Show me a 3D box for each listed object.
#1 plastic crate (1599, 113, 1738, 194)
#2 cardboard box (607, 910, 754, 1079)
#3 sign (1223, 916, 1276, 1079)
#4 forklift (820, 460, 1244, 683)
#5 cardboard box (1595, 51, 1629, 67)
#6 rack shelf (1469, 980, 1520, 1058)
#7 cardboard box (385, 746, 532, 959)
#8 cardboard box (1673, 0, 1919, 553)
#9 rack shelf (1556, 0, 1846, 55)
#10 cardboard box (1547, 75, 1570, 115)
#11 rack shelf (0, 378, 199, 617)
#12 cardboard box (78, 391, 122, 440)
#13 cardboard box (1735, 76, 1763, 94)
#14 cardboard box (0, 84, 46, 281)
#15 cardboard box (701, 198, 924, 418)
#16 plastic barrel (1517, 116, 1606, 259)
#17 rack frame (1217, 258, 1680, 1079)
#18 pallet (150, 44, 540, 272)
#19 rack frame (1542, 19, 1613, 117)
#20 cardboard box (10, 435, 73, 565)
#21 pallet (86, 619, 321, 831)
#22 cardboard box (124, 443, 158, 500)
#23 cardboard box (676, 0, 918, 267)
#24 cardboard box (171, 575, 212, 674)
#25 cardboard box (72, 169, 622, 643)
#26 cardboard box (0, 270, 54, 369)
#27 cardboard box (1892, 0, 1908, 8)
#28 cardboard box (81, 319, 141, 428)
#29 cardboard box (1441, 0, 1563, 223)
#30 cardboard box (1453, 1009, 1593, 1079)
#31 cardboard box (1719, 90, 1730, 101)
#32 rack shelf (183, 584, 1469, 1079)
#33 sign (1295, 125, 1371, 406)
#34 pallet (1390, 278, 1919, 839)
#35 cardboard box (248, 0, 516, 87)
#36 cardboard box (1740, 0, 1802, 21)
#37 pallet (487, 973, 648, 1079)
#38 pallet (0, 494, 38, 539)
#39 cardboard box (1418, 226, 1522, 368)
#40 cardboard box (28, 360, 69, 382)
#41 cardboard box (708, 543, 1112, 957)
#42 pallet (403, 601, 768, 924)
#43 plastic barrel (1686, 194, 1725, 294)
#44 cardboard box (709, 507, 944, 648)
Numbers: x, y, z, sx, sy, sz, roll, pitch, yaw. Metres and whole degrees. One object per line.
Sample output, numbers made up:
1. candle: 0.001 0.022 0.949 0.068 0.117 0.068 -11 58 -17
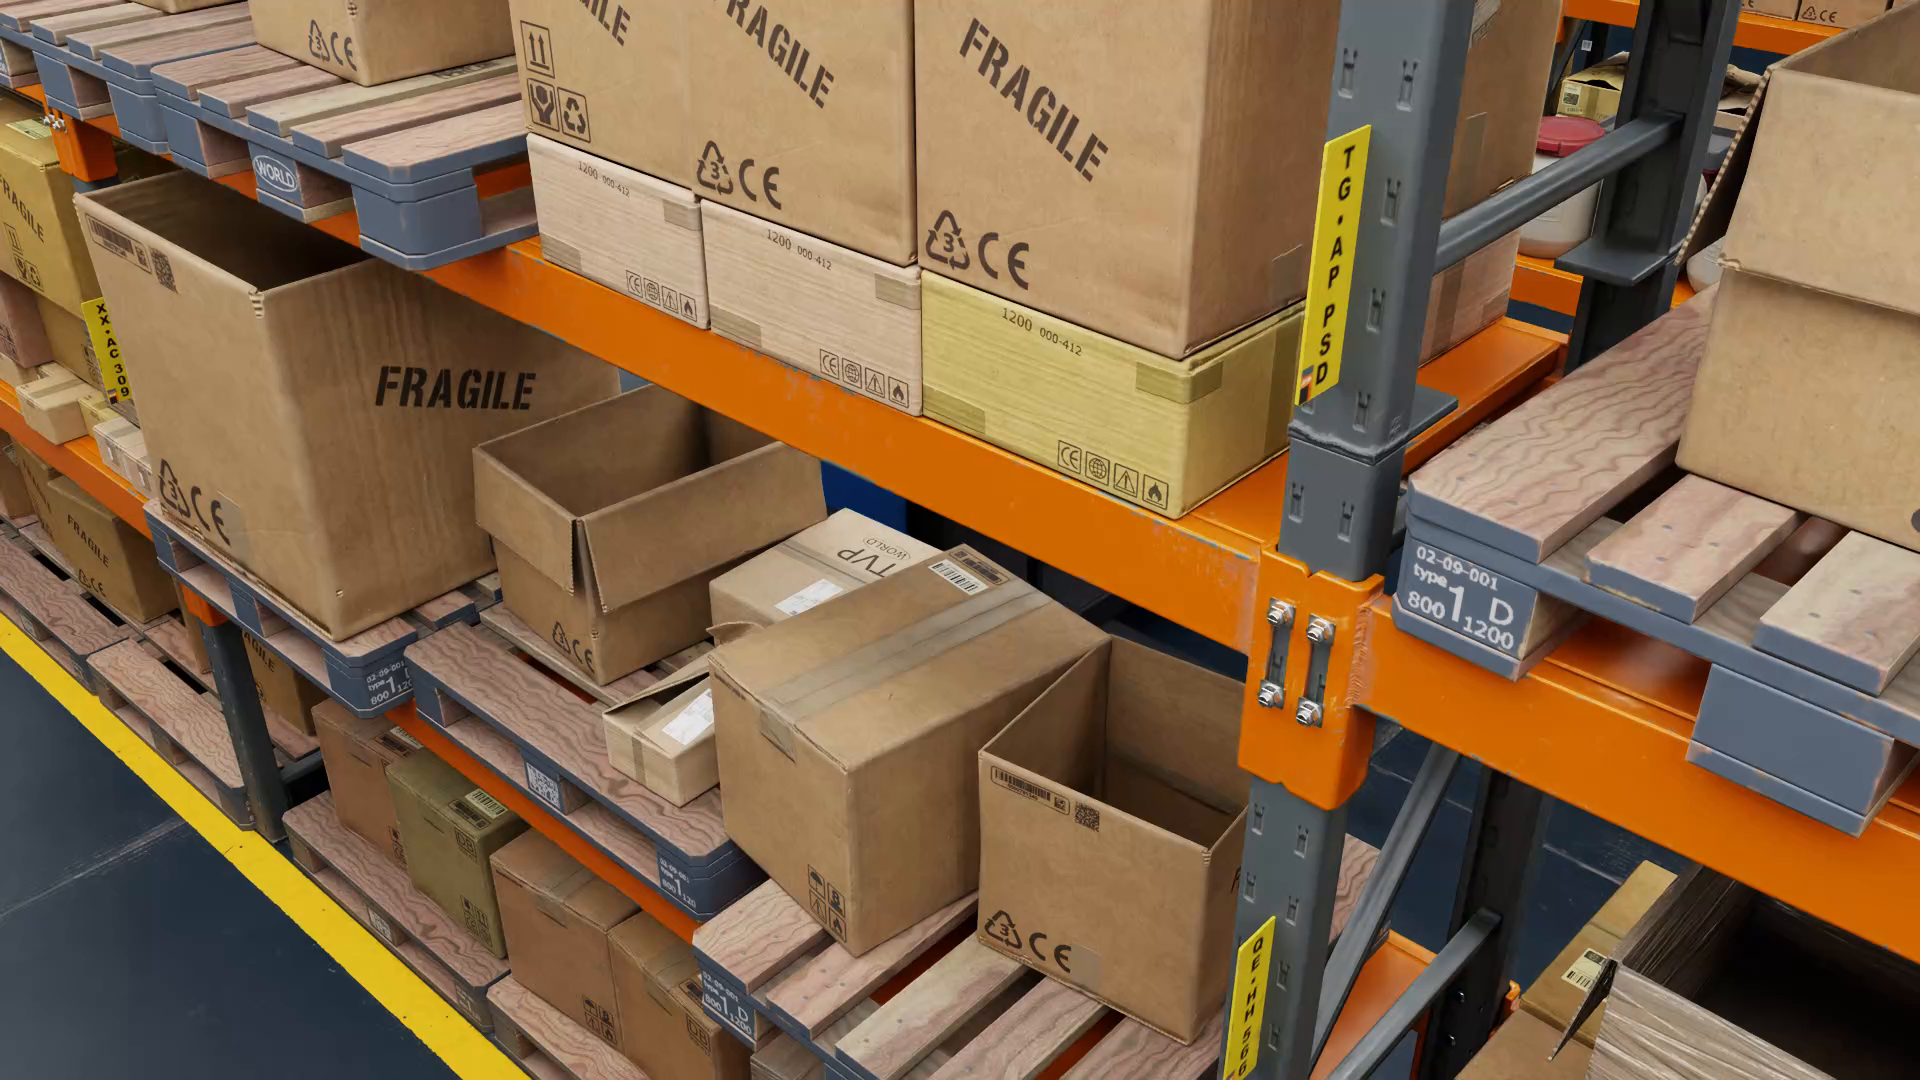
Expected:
1. plastic crate: 3.137 -1.618 7.467 0.583 0.464 0.402 25 39 35
2. cardboard box: -0.548 1.257 4.750 0.700 0.500 0.500 -26 39 -36
3. sign: 0.449 0.728 2.586 0.005 0.325 0.100 25 39 35
4. forklift: 0.445 -1.002 6.573 3.031 2.935 1.130 26 40 36
5. cardboard box: 4.984 -3.403 12.210 0.500 0.311 0.500 25 39 35
6. rack shelf: 2.289 1.980 2.250 4.000 0.370 1.077 25 39 35
7. cardboard box: -1.377 0.871 5.392 0.500 0.500 0.700 25 39 35
8. cardboard box: 1.307 -0.346 2.001 0.797 0.503 0.637 -27 40 -37
9. rack shelf: 5.974 -3.191 10.840 4.000 0.370 1.077 25 39 35
10. cardboard box: 4.351 -3.470 12.864 0.500 0.250 0.500 25 39 35
11. rack shelf: -3.642 -0.789 6.849 4.000 0.370 1.077 25 39 35
12. cardboard box: -2.840 -0.459 5.847 0.250 0.149 0.380 25 39 35
13. cardboard box: 5.742 -3.052 11.626 0.500 0.311 0.500 25 39 35
14. cardboard box: -3.049 -1.226 5.524 0.500 0.500 0.500 25 39 35
15. cardboard box: -0.088 -0.478 2.873 0.500 0.250 0.500 25 39 35
16. plastic barrel: 2.591 -1.538 7.265 0.433 0.535 0.433 0 31 0
17. rack frame: 0.806 0.980 3.214 0.127 3.000 1.000 25 39 35
18. pallet: -1.002 -0.997 3.772 1.003 0.211 1.213 25 39 35
19. rack frame: 4.491 -4.191 11.804 0.127 3.000 1.000 25 39 35
20. cardboard box: -3.756 -0.258 7.286 0.500 0.500 0.500 -25 39 -35
21. pallet: -2.681 0.571 6.597 1.213 0.211 1.003 25 39 35
22. cardboard box: -2.516 -0.259 5.515 0.250 0.149 0.380 25 39 35
23. cardboard box: -0.103 -0.805 2.689 0.500 0.500 0.500 25 39 35
24. cardboard box: -2.859 0.137 6.630 0.500 0.500 0.500 -16 35 -25
25. cardboard box: -1.664 -0.513 4.705 1.000 1.000 1.000 25 39 35
26. cardboard box: -3.237 -1.075 6.242 0.500 0.500 0.875 25 39 35
27. cardboard box: 6.202 -3.424 10.433 0.500 0.500 0.500 23 38 33
28. cardboard box: -2.451 -0.754 5.709 0.500 0.500 0.875 25 39 35
29. cardboard box: 0.631 -0.823 2.719 0.500 0.500 0.500 25 39 36
30. cardboard box: 0.984 1.209 2.736 0.500 0.500 0.500 26 40 36
31. cardboard box: 4.998 -3.020 11.573 0.500 0.311 0.500 25 39 35
32. rack shelf: -0.676 0.596 4.549 4.000 0.370 1.077 25 39 35
33. sign: 0.441 -0.320 1.964 0.005 0.325 0.100 25 39 35
34. pallet: 1.319 -0.022 2.153 1.003 0.211 1.213 27 40 37
35. cardboard box: -1.178 -1.388 3.731 0.637 0.503 0.797 27 40 37
36. cardboard box: 5.440 -3.780 11.024 0.500 0.500 0.500 -26 40 -36
37. pallet: -0.672 1.481 5.085 1.213 0.211 1.003 25 39 35
38. pallet: -4.490 -0.273 7.999 1.213 0.211 1.003 25 39 35
39. cardboard box: 0.629 -0.501 2.911 0.500 0.250 0.500 26 40 36
40. cardboard box: -3.197 -0.639 6.147 0.250 0.149 0.380 25 39 35
41. cardboard box: -0.102 0.430 3.622 0.700 0.500 0.500 -23 38 -33
42. pallet: -0.689 0.393 4.376 1.213 0.211 1.003 25 39 35
43. plastic barrel: 3.224 -1.236 6.787 0.421 0.512 0.421 0 31 0
44. cardboard box: -0.282 0.196 4.254 0.500 0.250 0.500 24 38 34
